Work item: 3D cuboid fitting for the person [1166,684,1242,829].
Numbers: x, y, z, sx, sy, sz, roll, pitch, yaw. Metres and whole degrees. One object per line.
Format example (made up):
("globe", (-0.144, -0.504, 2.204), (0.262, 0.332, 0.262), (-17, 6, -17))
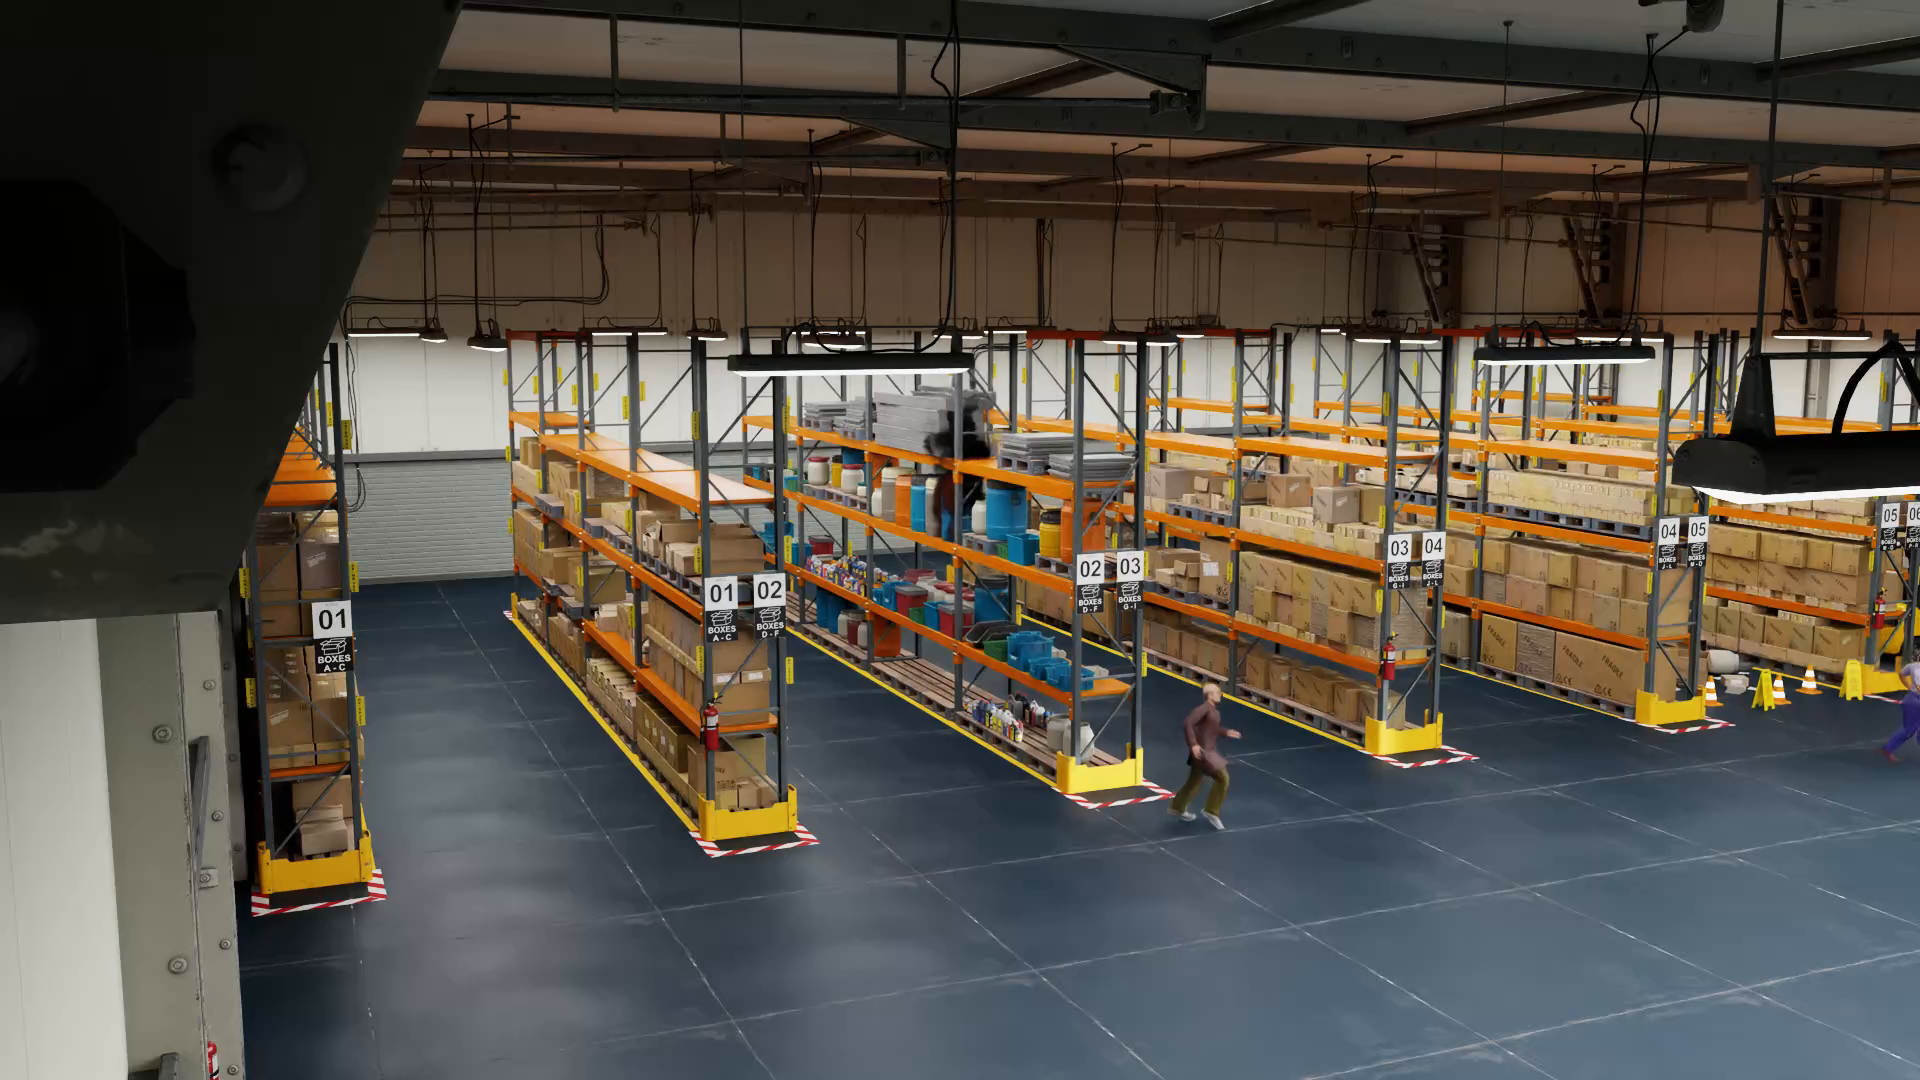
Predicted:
("person", (3.036, 2.676, 20.648), (0.917, 1.815, 0.629), (1, 8, 8))

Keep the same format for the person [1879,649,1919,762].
("person", (13.402, 2.355, 23.384), (0.778, 1.708, 0.620), (4, 9, 26))

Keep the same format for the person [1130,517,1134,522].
("person", (3.924, 0.309, 38.317), (0.697, 1.678, 0.685), (-2, 8, -16))
